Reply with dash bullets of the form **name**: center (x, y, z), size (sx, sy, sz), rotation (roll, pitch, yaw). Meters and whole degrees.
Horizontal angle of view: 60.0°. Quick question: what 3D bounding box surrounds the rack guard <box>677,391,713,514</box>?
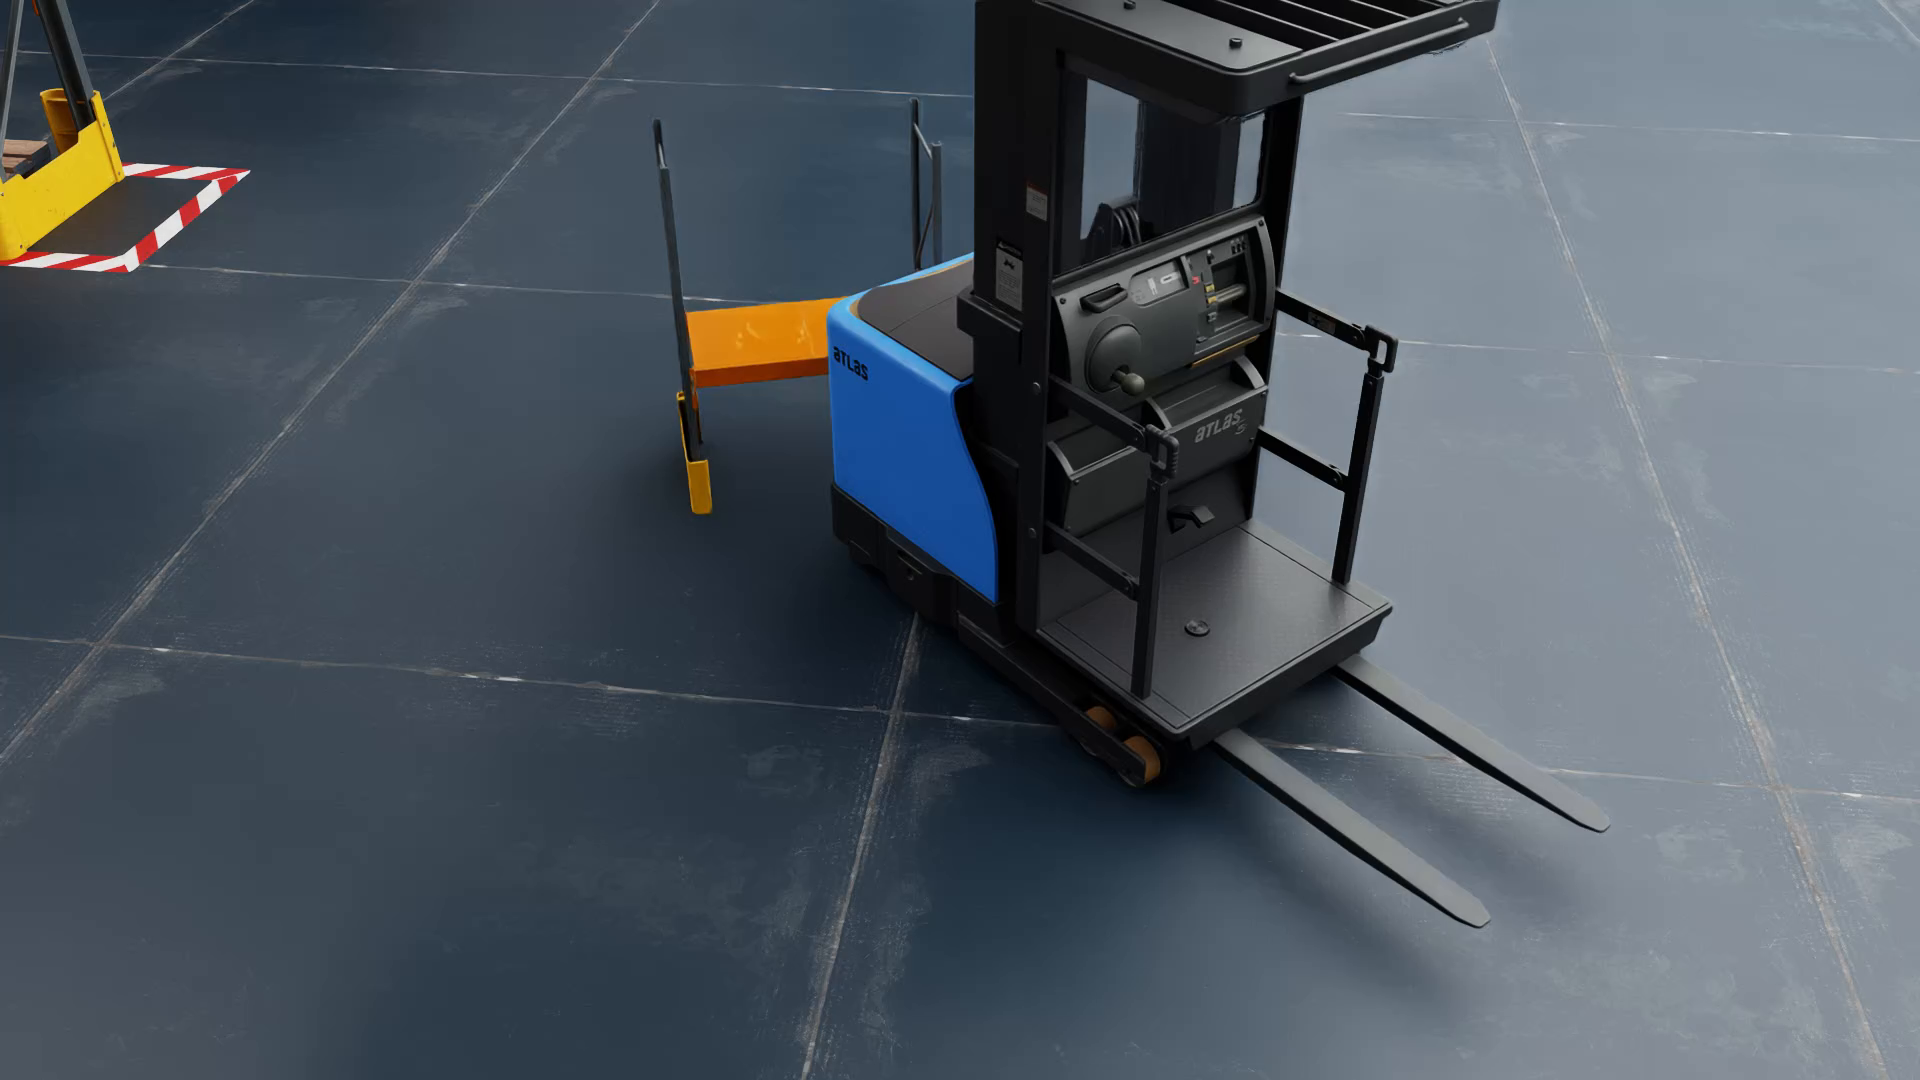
- **rack guard**: center (-1.129, -0.380, 7.067), size (0.087, 0.250, 0.587), rotation (-7, 36, -10)

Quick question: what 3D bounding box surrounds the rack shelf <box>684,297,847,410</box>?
- **rack shelf**: center (-0.633, -0.803, 6.894), size (1.000, 0.185, 0.538), rotation (-7, 36, -10)

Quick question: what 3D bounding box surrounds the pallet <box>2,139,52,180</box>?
- **pallet**: center (-5.925, -1.975, 9.336), size (1.213, 0.211, 1.003), rotation (4, 36, 6)

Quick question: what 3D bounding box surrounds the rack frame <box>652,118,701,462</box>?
- **rack frame**: center (-1.130, -0.889, 6.704), size (0.032, 1.500, 0.500), rotation (-7, 36, -10)

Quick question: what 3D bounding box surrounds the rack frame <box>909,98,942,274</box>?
- **rack frame**: center (-0.135, -1.011, 6.876), size (0.032, 1.500, 0.500), rotation (-7, 36, -10)

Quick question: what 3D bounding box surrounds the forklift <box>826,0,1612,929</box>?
- **forklift**: center (0.806, -0.697, 5.203), size (1.130, 2.935, 3.031), rotation (-25, 43, -31)

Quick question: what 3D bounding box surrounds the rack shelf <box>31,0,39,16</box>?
- **rack shelf**: center (-7.023, -2.924, 8.884), size (4.000, 0.370, 1.077), rotation (4, 36, 6)

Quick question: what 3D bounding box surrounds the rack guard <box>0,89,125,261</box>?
- **rack guard**: center (-5.120, -2.030, 9.164), size (0.348, 0.500, 1.175), rotation (4, 36, 6)

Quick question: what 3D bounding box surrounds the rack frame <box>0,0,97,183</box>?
- **rack frame**: center (-5.039, -3.069, 8.468), size (0.127, 3.000, 1.000), rotation (4, 36, 6)

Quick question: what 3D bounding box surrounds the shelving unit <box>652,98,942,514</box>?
- **shelving unit**: center (-0.641, -0.949, 6.788), size (1.083, 1.500, 0.587), rotation (-7, 36, -10)
